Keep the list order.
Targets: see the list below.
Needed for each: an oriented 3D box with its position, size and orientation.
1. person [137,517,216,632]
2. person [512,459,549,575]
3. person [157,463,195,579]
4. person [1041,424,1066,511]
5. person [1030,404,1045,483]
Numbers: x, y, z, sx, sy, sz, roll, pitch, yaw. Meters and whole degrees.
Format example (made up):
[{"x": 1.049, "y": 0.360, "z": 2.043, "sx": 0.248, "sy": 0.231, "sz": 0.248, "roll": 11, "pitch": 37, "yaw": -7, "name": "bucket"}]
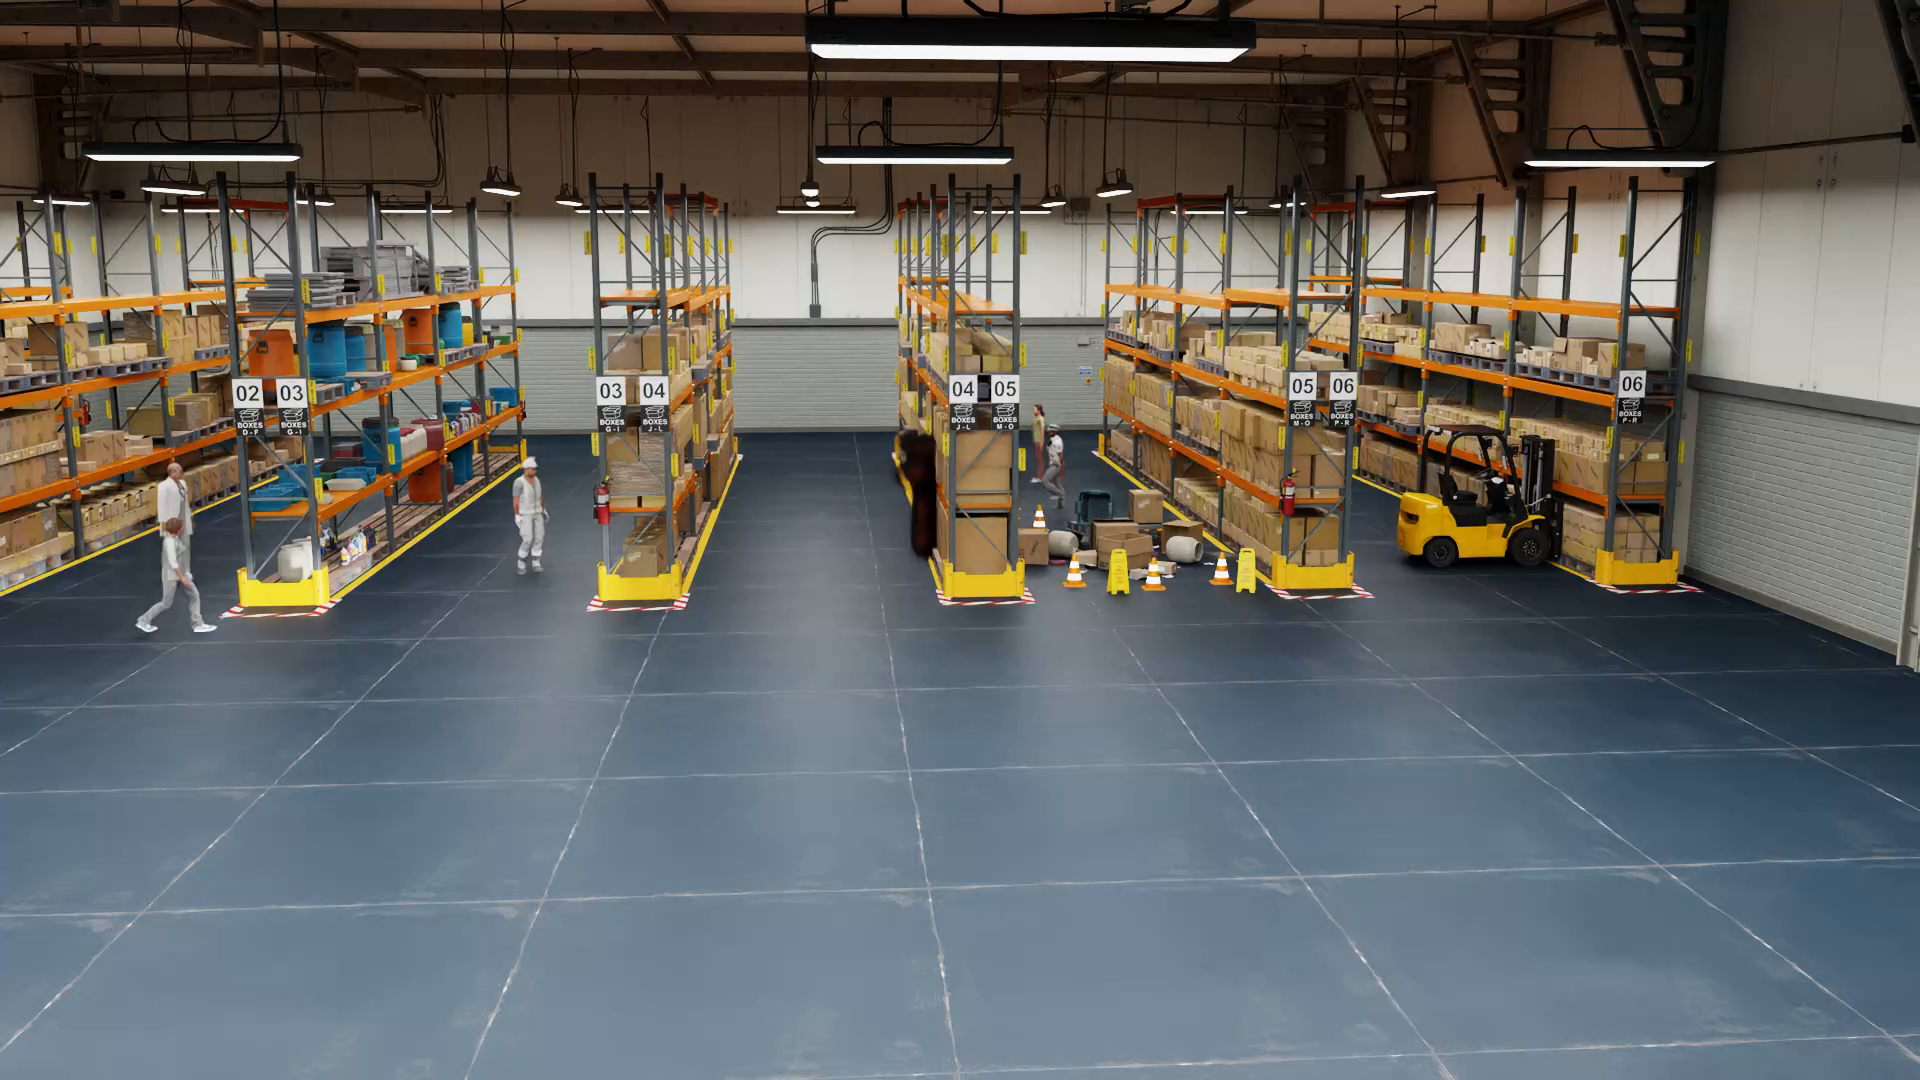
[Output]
[{"x": -10.221, "y": 0.466, "z": 21.574, "sx": 0.929, "sy": 1.536, "sz": 0.425, "roll": -1, "pitch": 10, "yaw": -7, "name": "person"}, {"x": -6.638, "y": -0.352, "z": 25.775, "sx": 0.390, "sy": 1.833, "sz": 0.591, "roll": 8, "pitch": 13, "yaw": 40, "name": "person"}, {"x": -11.855, "y": -0.274, "z": 25.096, "sx": 0.432, "sy": 1.795, "sz": 0.624, "roll": 5, "pitch": 11, "yaw": 28, "name": "person"}, {"x": 1.768, "y": -1.365, "z": 31.480, "sx": 0.493, "sy": 1.671, "sz": 0.533, "roll": 0, "pitch": 10, "yaw": 0, "name": "person"}, {"x": 1.663, "y": -2.079, "z": 35.630, "sx": 0.351, "sy": 1.678, "sz": 0.515, "roll": -2, "pitch": 10, "yaw": -9, "name": "person"}]
